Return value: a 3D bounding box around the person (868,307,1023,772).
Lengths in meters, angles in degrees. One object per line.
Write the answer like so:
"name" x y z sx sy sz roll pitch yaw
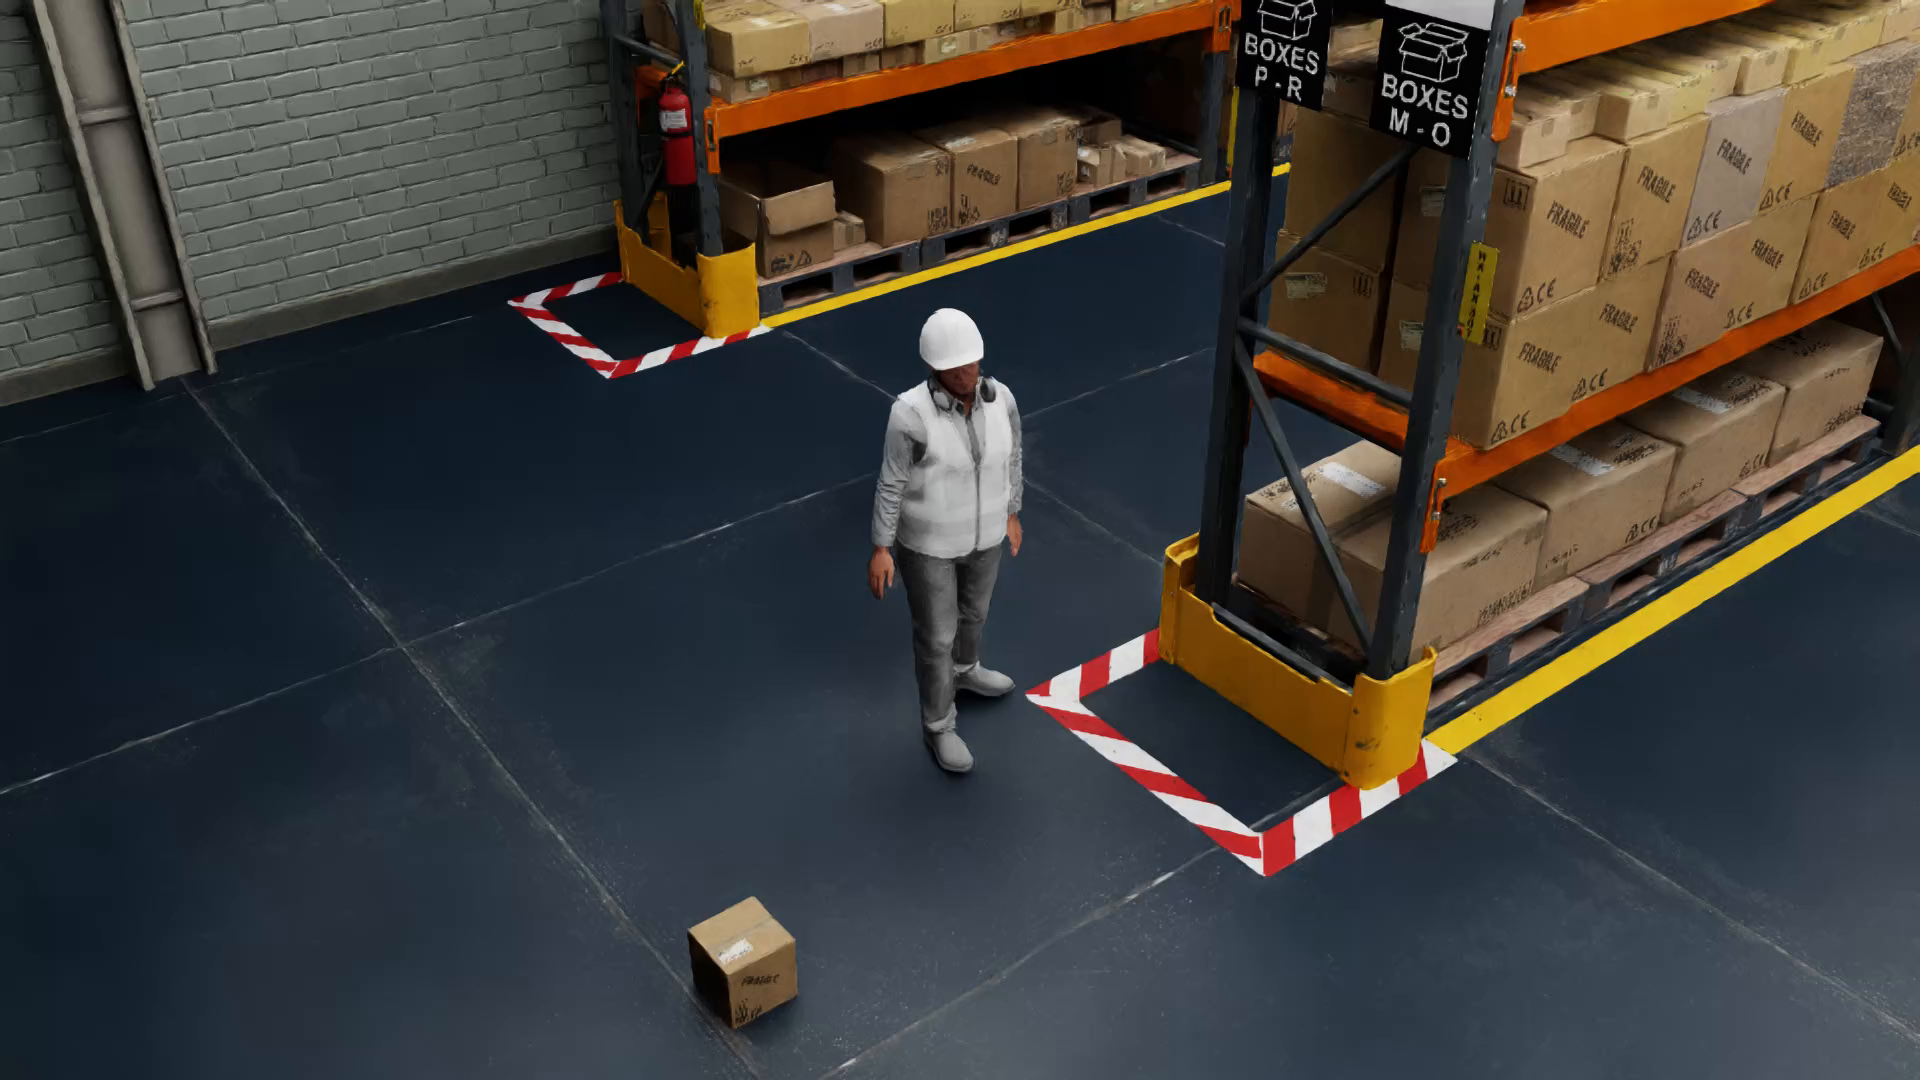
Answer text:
"person" -0.027 -0.008 6.102 0.689 1.774 0.577 -20 37 -28
